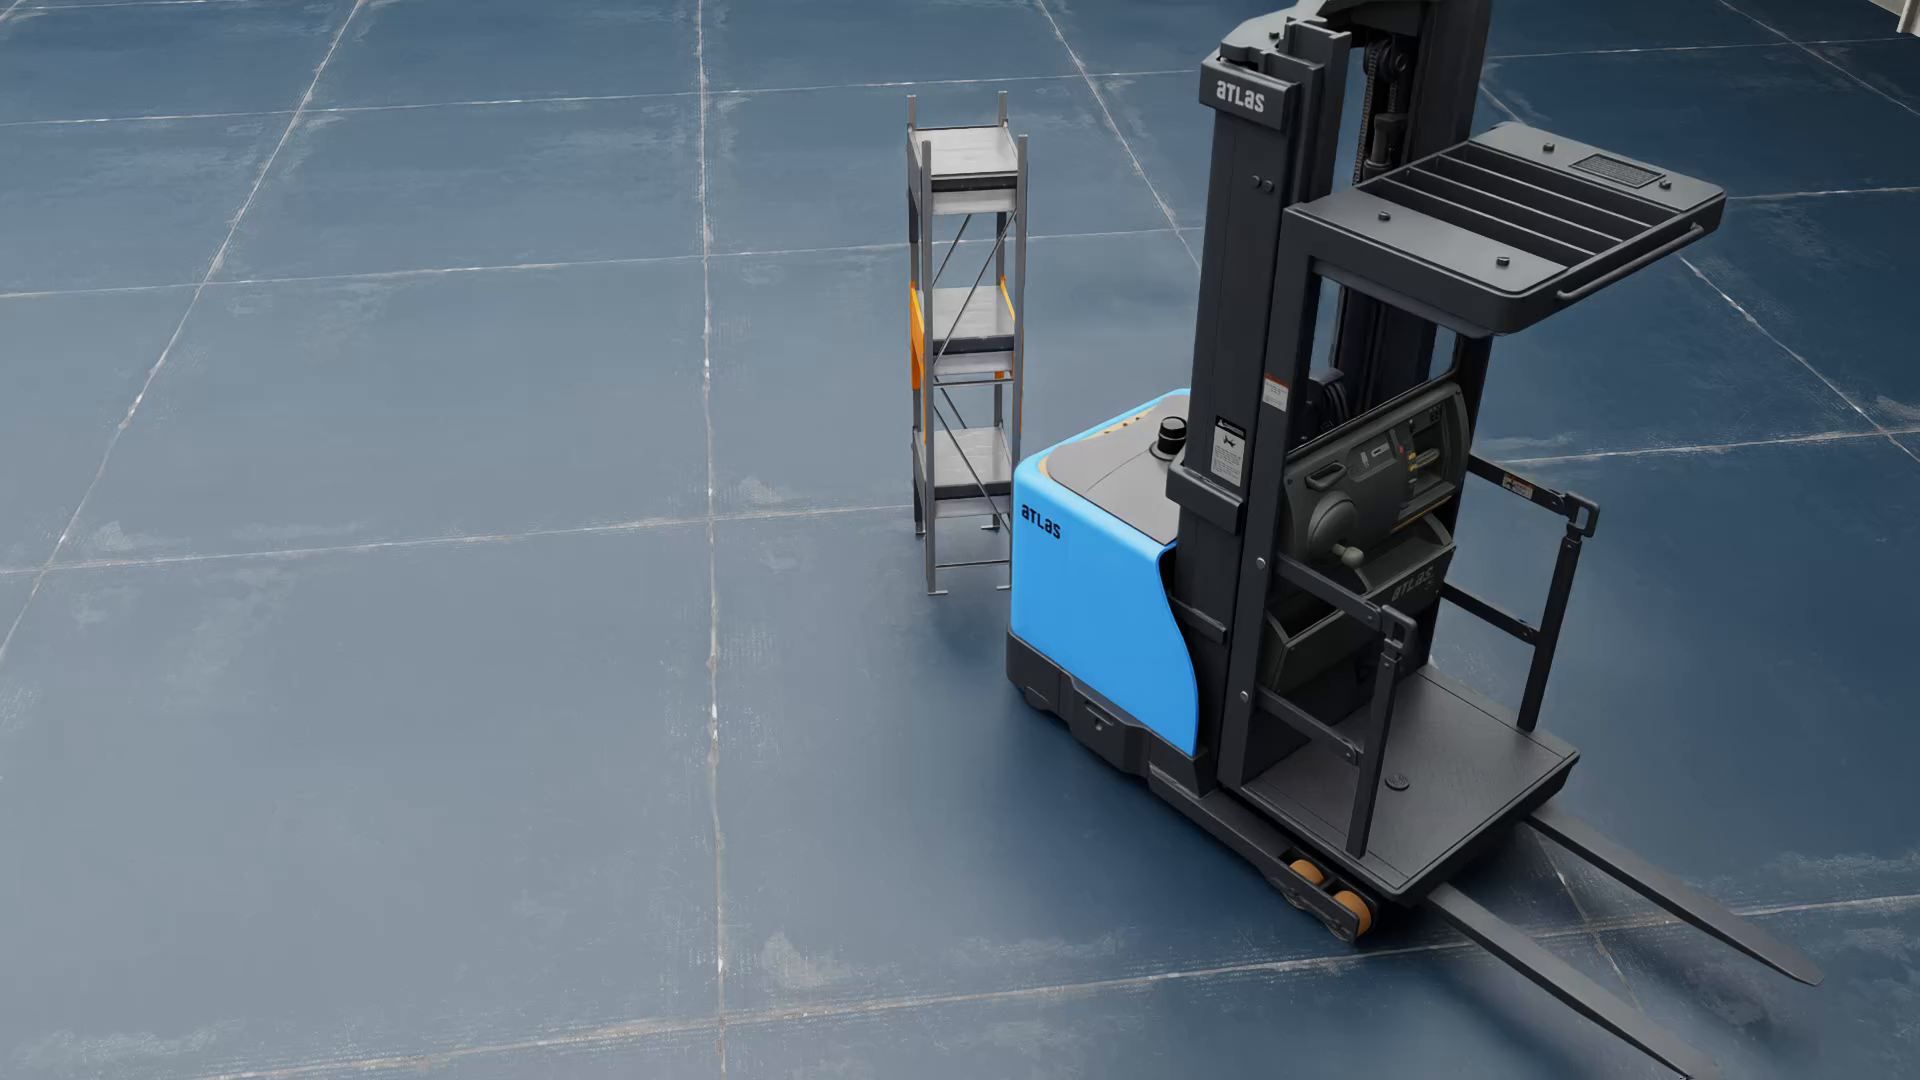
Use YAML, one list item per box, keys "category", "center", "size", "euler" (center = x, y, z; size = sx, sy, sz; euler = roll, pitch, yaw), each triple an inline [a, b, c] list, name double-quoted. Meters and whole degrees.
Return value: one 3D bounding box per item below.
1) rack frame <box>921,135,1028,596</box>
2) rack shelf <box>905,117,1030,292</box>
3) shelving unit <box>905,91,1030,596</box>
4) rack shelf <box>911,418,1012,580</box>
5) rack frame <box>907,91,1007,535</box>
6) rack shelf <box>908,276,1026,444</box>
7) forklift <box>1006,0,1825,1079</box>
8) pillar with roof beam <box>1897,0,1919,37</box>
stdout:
- category: "rack frame"
  center: [0.055, -0.639, 6.823]
  size: [0.400, 2.100, 0.015]
  euler: [-4, 35, -6]
- category: "rack shelf"
  center: [0.022, -1.342, 6.637]
  size: [0.431, 0.518, 0.480]
  euler: [-4, 35, -6]
- category: "shelving unit"
  center: [0.022, -0.775, 7.023]
  size: [0.431, 2.100, 0.503]
  euler: [-4, 35, -6]
- category: "rack shelf"
  center: [0.022, -0.186, 7.425]
  size: [0.431, 0.518, 0.480]
  euler: [-4, 35, -6]
- category: "rack frame"
  center: [-0.011, -0.911, 7.223]
  size: [0.400, 2.100, 0.015]
  euler: [-4, 35, -6]
- category: "rack shelf"
  center: [0.022, -0.764, 7.031]
  size: [0.431, 0.518, 0.480]
  euler: [-4, 35, -6]
- category: "forklift"
  center: [1.527, -0.158, 5.379]
  size: [1.130, 2.935, 3.031]
  euler: [-26, 42, -32]
- category: "pillar with roof beam"
  center: [3.838, -7.606, 10.920]
  size: [9.100, 9.000, 0.400]
  euler: [-4, 35, -6]
